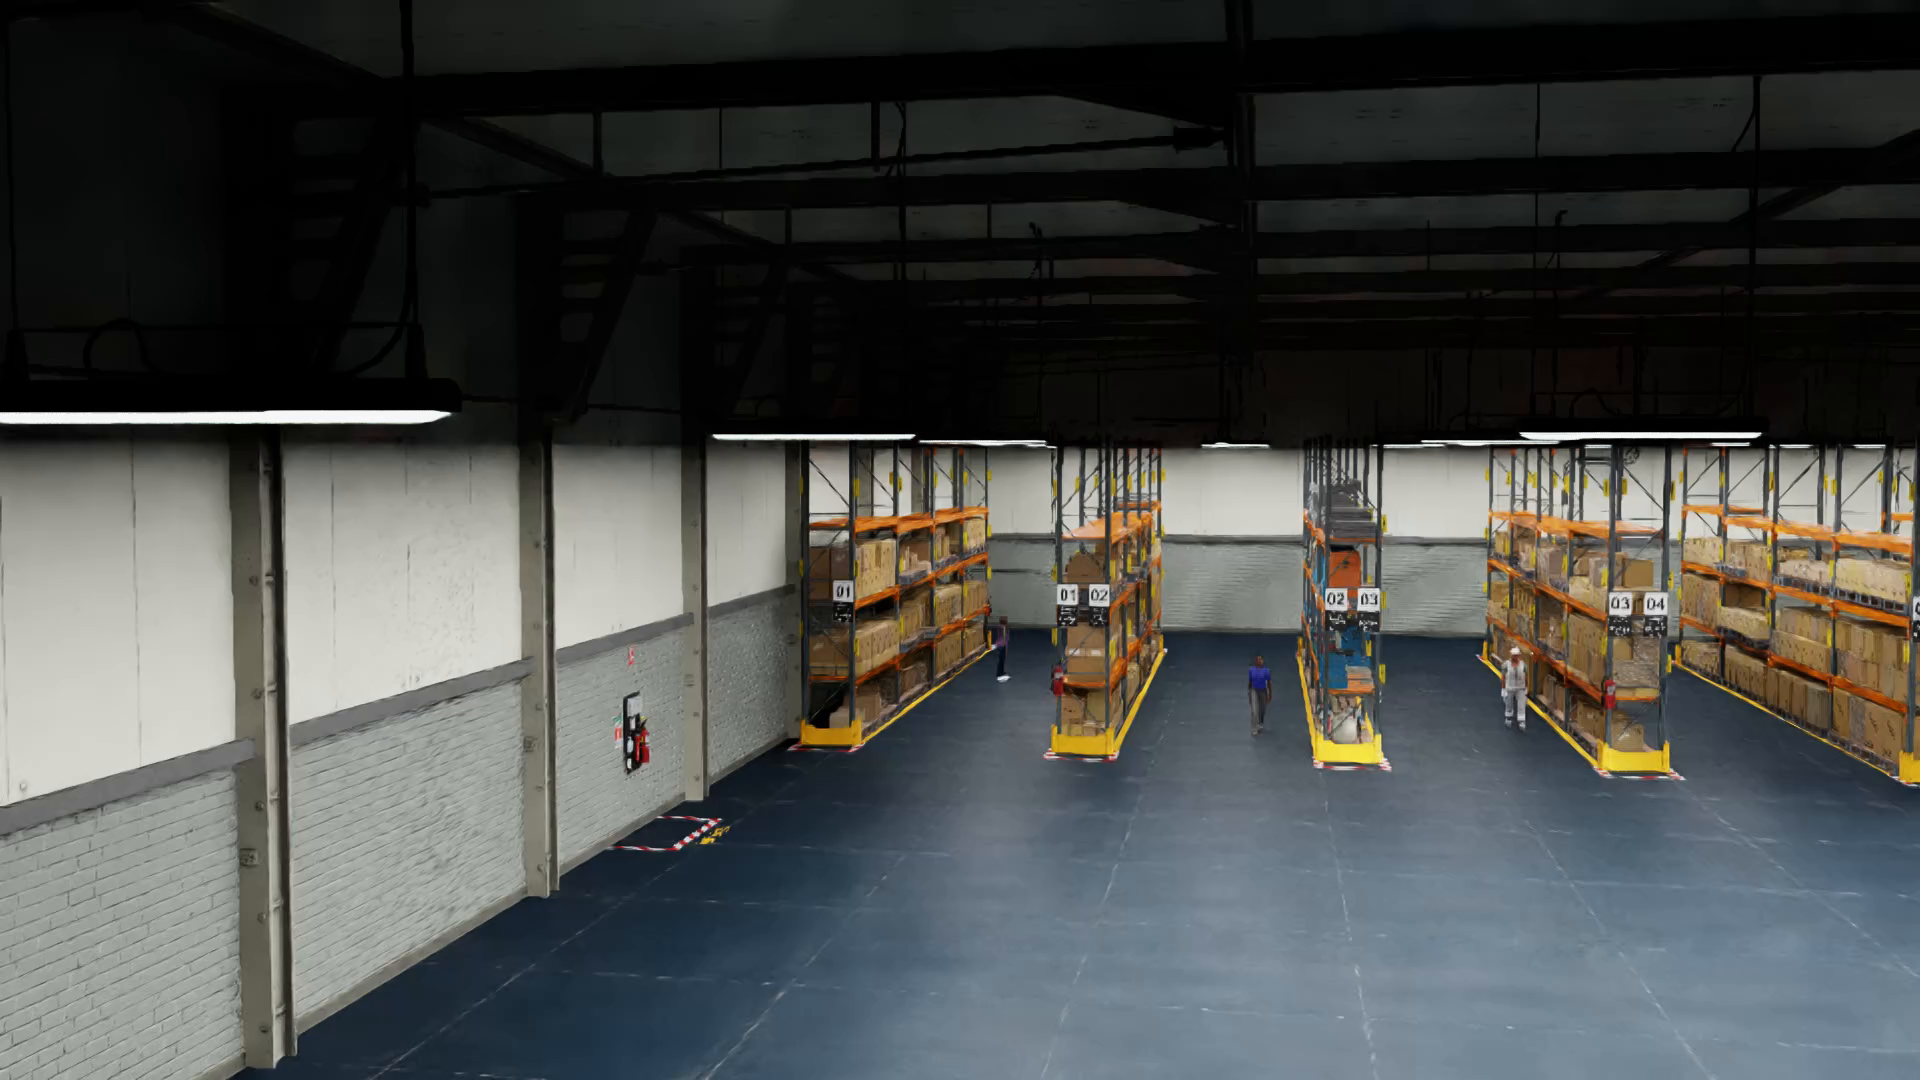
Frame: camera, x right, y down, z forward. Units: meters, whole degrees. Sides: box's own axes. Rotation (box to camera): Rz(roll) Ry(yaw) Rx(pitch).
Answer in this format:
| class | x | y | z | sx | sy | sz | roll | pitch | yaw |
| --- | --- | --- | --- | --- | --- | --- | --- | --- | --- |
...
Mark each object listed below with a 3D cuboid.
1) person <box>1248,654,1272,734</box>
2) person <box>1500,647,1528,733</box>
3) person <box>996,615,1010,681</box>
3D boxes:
| class | x | y | z | sx | sy | sz | roll | pitch | yaw |
| --- | --- | --- | --- | --- | --- | --- | --- | --- | --- |
| person | 6.065 | 3.097 | 33.641 | 0.461 | 1.596 | 0.990 | 1 | 3 | 9 |
| person | 11.277 | 3.019 | 33.809 | 0.553 | 1.707 | 1.105 | 1 | 3 | 13 |
| person | 1.094 | 2.672 | 41.369 | 0.420 | 1.602 | 0.505 | -1 | 3 | -13 |
